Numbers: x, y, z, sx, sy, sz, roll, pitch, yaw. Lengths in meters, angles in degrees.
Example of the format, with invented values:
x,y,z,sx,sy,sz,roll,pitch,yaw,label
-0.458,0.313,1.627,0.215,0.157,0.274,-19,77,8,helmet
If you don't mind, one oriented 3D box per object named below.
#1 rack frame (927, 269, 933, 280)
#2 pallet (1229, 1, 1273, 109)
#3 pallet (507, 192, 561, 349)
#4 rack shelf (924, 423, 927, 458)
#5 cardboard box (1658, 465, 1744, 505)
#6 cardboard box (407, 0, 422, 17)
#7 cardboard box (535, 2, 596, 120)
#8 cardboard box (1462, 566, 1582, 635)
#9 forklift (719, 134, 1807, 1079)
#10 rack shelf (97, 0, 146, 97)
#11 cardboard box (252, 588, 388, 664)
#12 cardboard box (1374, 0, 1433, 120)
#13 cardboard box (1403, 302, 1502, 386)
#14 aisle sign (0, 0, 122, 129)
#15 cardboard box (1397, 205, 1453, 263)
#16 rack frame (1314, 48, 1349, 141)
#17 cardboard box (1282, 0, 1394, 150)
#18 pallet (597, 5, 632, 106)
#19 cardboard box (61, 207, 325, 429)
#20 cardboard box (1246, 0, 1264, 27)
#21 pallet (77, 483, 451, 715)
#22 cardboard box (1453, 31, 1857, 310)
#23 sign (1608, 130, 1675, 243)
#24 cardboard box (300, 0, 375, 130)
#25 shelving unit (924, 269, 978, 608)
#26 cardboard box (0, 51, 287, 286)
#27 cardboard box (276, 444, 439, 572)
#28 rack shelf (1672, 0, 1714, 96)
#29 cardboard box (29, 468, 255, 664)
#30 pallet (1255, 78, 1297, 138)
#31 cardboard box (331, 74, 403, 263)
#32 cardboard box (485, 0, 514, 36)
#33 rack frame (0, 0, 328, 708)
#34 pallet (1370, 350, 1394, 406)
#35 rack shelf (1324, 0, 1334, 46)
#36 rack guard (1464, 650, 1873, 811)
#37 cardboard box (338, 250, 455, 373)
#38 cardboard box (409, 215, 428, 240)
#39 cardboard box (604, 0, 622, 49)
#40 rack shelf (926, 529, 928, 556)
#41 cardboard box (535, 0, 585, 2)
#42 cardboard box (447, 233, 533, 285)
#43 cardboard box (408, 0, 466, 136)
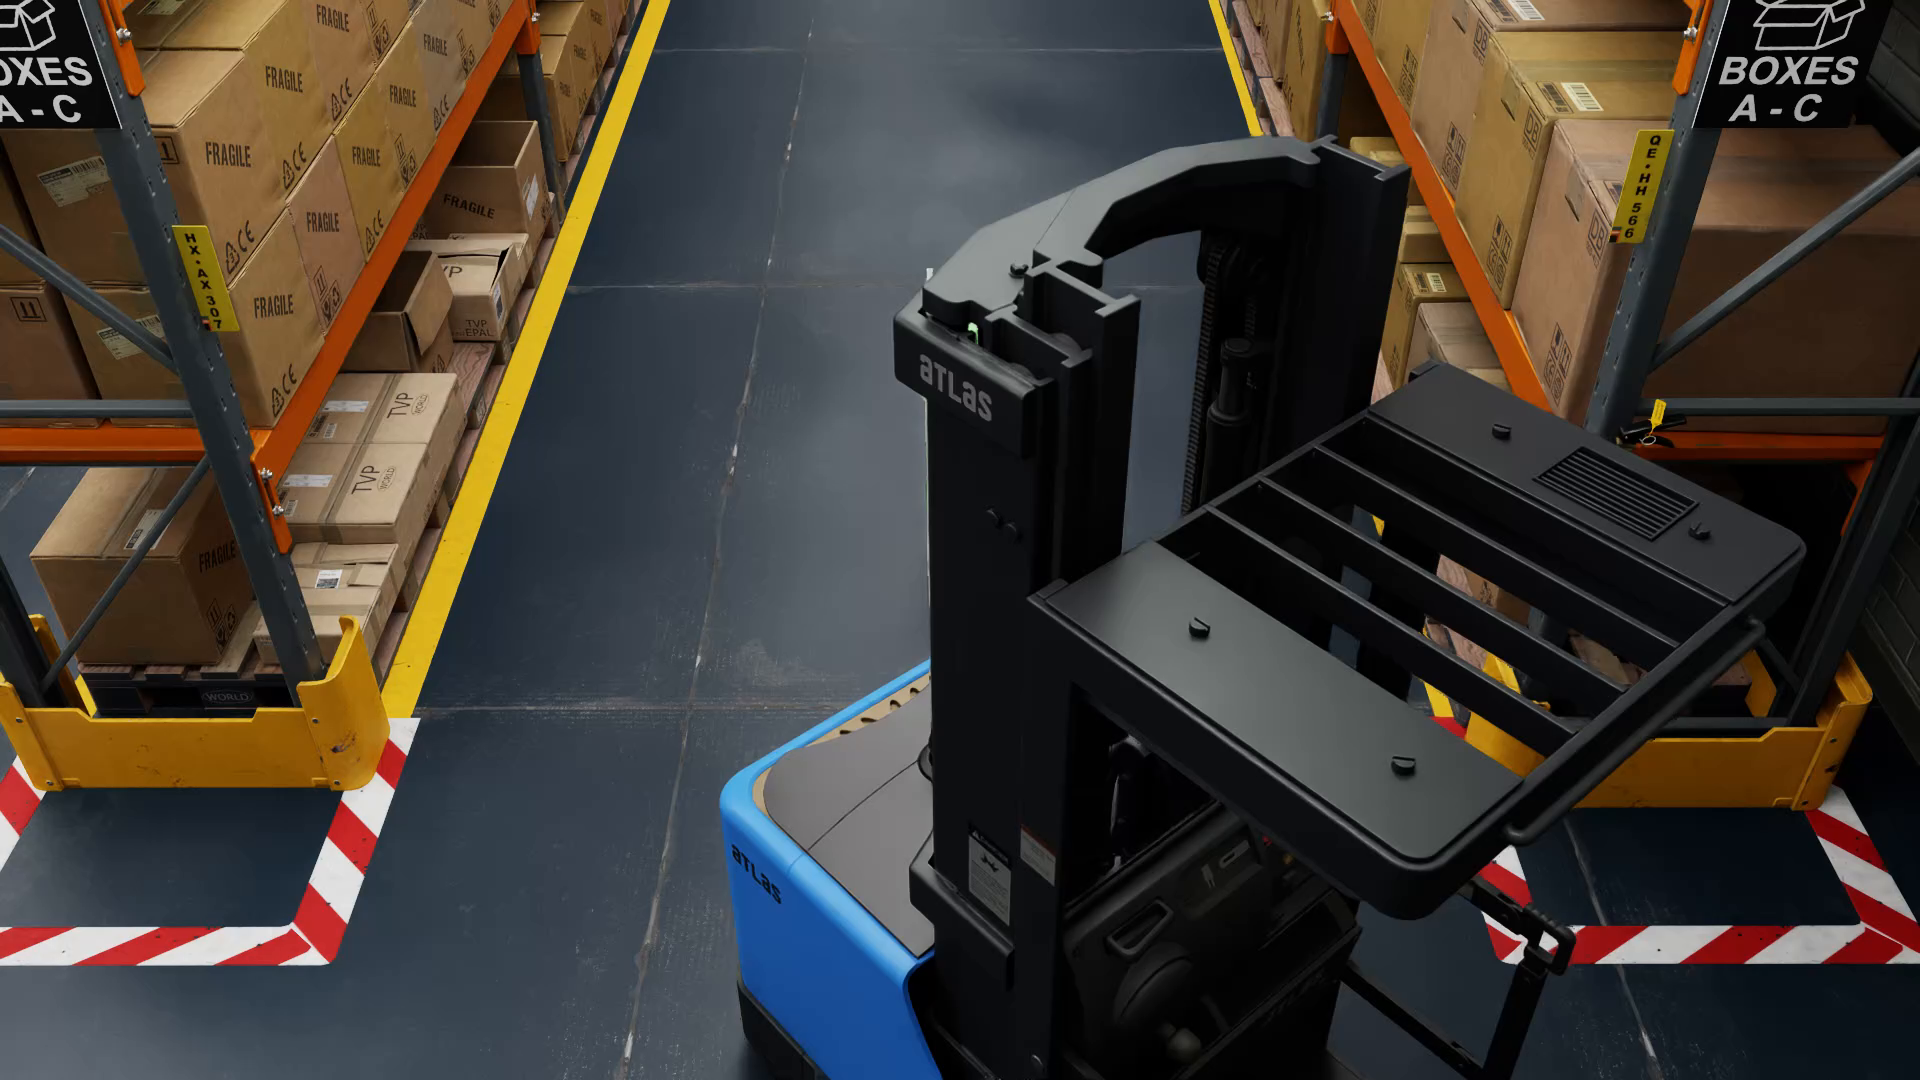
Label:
x,y,z,sx,sy,sz,roll,pitch,yaw,label
0.000,-0.517,6.436,0.240,1.200,0.015,0,39,0,rack frame
2.262,-3.040,10.375,1.003,0.211,1.213,0,39,0,pallet
-2.612,-1.357,8.275,1.003,0.211,1.213,0,39,0,pallet
0.000,-0.502,6.136,0.258,0.148,0.480,0,39,0,rack shelf
2.446,-0.181,5.721,0.380,0.149,0.250,0,39,0,cardboard box
-2.348,-2.353,6.408,0.500,0.500,0.500,0,39,0,cardboard box
-2.380,-2.707,9.377,0.500,0.500,0.500,0,39,1,cardboard box
2.246,-0.006,6.021,0.700,0.500,0.500,0,39,0,cardboard box
0.715,0.813,3.392,1.130,2.935,3.031,-29,47,-31,forklift
-2.609,-2.514,5.665,1.077,0.370,4.000,0,39,0,rack shelf
-2.264,0.305,5.898,0.380,0.149,0.250,0,39,0,cardboard box
2.322,-2.202,6.859,0.980,0.700,0.700,-1,39,-1,cardboard box
2.244,-0.633,6.804,0.700,0.500,0.500,-1,39,-2,cardboard box
-2.313,-1.346,3.952,0.394,0.787,0.004,0,39,0,aisle sign
2.059,-1.314,7.135,0.380,0.149,0.250,-1,39,-1,cardboard box
2.342,-2.881,7.946,1.000,3.000,0.127,0,39,0,rack frame
2.211,-2.612,8.994,0.750,0.750,0.750,0,39,0,cardboard box
-2.655,-3.060,10.400,1.003,0.211,1.213,0,39,0,pallet
-2.344,-0.690,5.133,0.500,0.500,0.500,1,39,1,cardboard box
2.202,-3.699,10.351,0.750,0.750,0.750,0,39,0,cardboard box
-2.609,0.169,6.371,1.003,0.211,1.213,0,39,0,pallet
2.324,-1.270,5.697,0.980,0.700,0.700,0,39,0,cardboard box
1.804,-0.932,4.399,0.100,0.325,0.005,0,39,0,sign
-2.348,-1.720,5.618,0.500,0.500,0.500,0,39,1,cardboard box
0.000,-0.365,6.246,0.258,1.200,0.503,0,39,0,shelving unit
-2.344,-1.080,4.820,0.500,0.500,0.500,1,39,1,cardboard box
-2.324,-0.125,6.354,0.500,0.250,0.500,0,39,0,cardboard box
2.344,-2.520,5.672,1.077,0.370,4.000,0,39,0,rack shelf
-2.854,0.090,5.886,0.500,0.500,0.500,0,39,0,cardboard box
2.266,-2.275,9.420,1.003,0.211,1.213,0,39,0,pallet
-2.347,-1.327,5.927,0.500,0.500,0.500,0,39,0,cardboard box
-2.354,-2.602,7.518,0.500,0.500,0.500,1,39,1,cardboard box
-2.607,-0.374,4.817,1.000,3.000,0.127,0,39,0,rack frame
2.269,-0.552,7.270,1.003,0.211,1.213,0,39,0,pallet
2.340,-3.851,9.732,1.077,0.370,4.000,0,39,0,rack shelf
2.347,0.611,5.588,1.175,0.500,0.348,0,39,0,rack guard
-2.604,-0.898,7.116,0.797,0.503,0.637,0,39,0,cardboard box
-2.827,-1.735,8.314,0.500,0.311,0.500,0,39,0,cardboard box
-2.373,-3.336,10.161,0.500,0.500,0.500,-1,39,-2,cardboard box
0.000,-0.128,6.436,0.258,0.148,0.480,0,39,0,rack shelf
-2.370,-3.292,9.506,0.500,0.250,0.500,0,39,0,cardboard box
-2.267,-1.344,7.956,0.380,0.149,0.250,0,39,0,cardboard box
-2.350,-1.958,6.715,0.500,0.500,0.500,1,39,1,cardboard box
